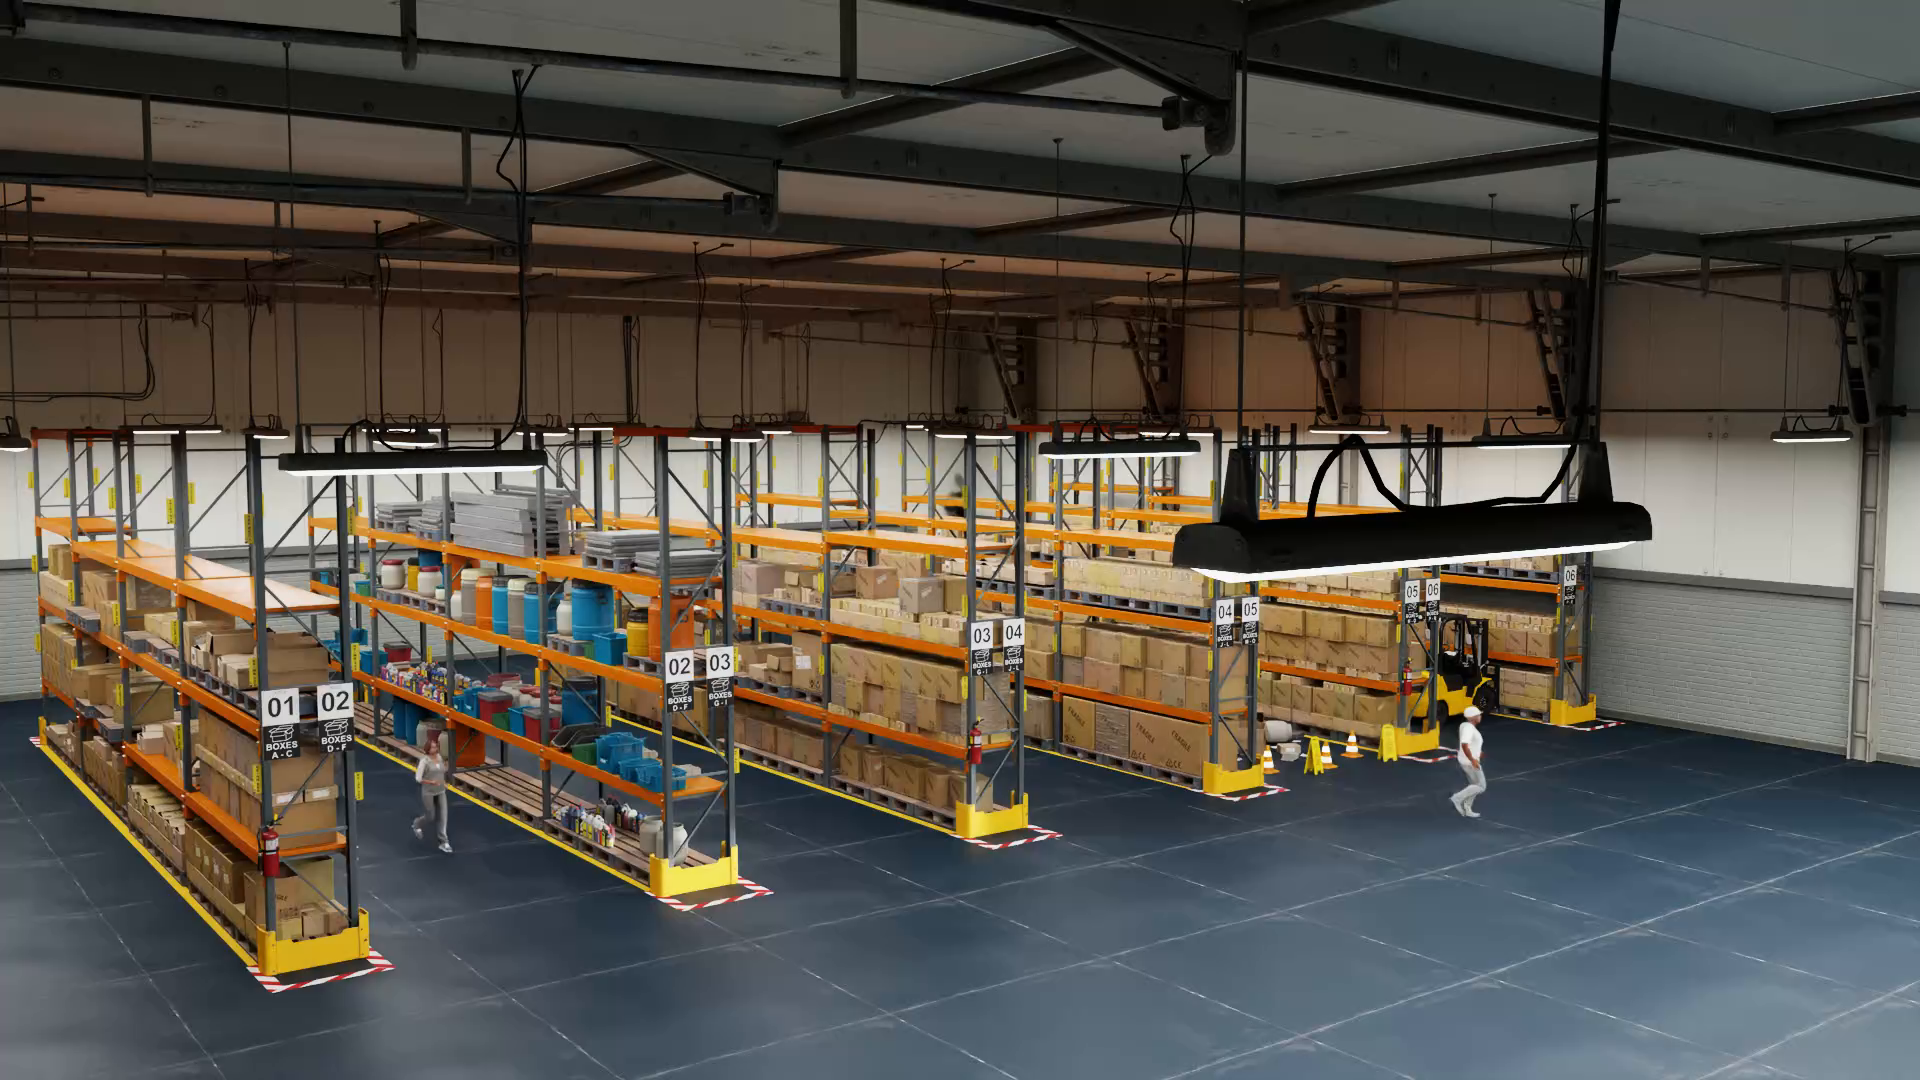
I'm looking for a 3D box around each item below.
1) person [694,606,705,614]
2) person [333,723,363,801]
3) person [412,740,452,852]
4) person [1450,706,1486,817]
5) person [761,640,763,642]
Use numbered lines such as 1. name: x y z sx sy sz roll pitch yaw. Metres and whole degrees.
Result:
1. person: -6.239 2.398 39.342 0.669 1.756 0.698 -2 5 -25
2. person: -10.050 3.341 27.032 0.919 1.702 0.610 4 6 40
3. person: -7.581 3.652 23.900 0.860 1.587 0.537 4 6 39
4. person: 7.907 3.442 25.841 0.578 1.733 0.715 0 5 6
5. person: -4.105 2.839 34.205 0.592 1.609 0.583 -4 6 -43
